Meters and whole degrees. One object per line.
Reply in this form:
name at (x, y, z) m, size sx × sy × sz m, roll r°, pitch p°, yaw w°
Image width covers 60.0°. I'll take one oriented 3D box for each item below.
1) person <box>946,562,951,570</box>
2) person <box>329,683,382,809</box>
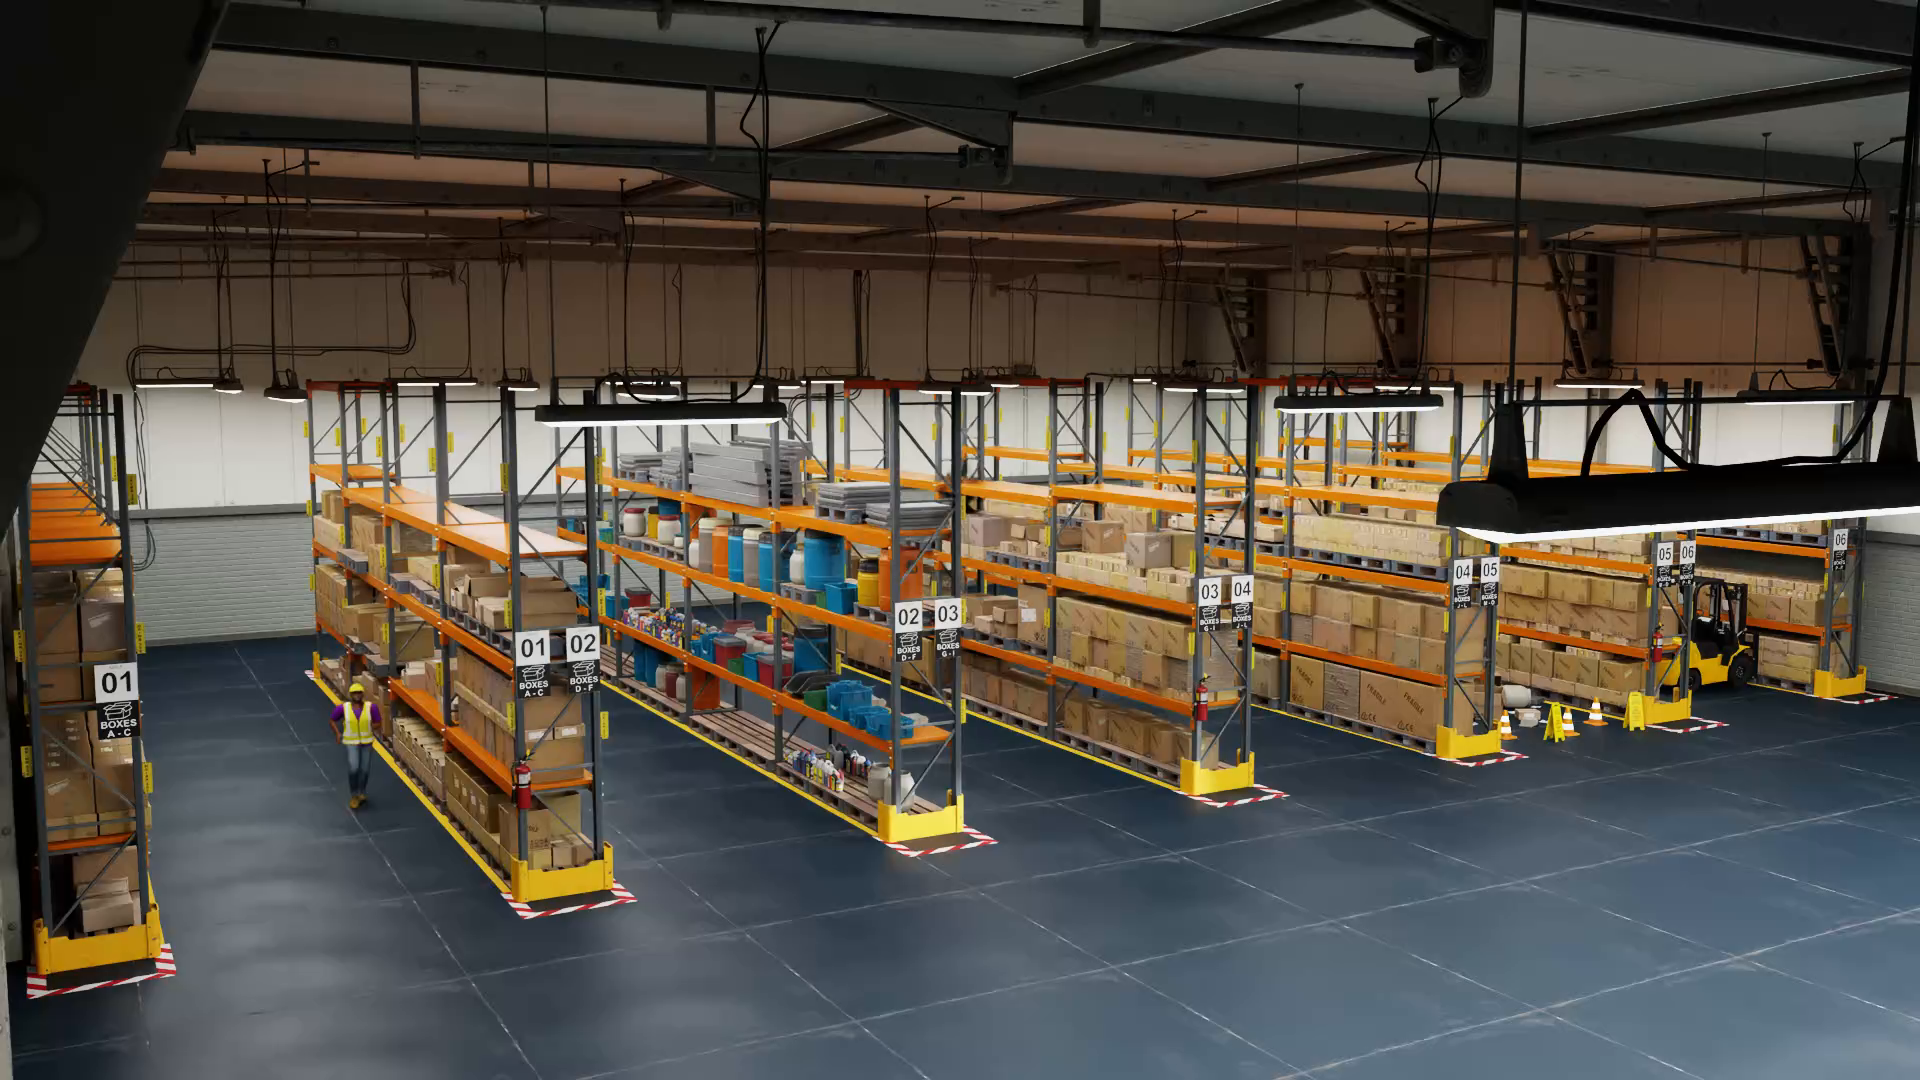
person at (-0.128, 1.006, 42.037) m, size 0.666 × 1.741 × 0.602 m, roll 4°, pitch 7°, yaw 30°
person at (-8.590, 2.939, 23.745) m, size 0.677 × 1.793 × 0.683 m, roll -3°, pitch 7°, yaw -29°
